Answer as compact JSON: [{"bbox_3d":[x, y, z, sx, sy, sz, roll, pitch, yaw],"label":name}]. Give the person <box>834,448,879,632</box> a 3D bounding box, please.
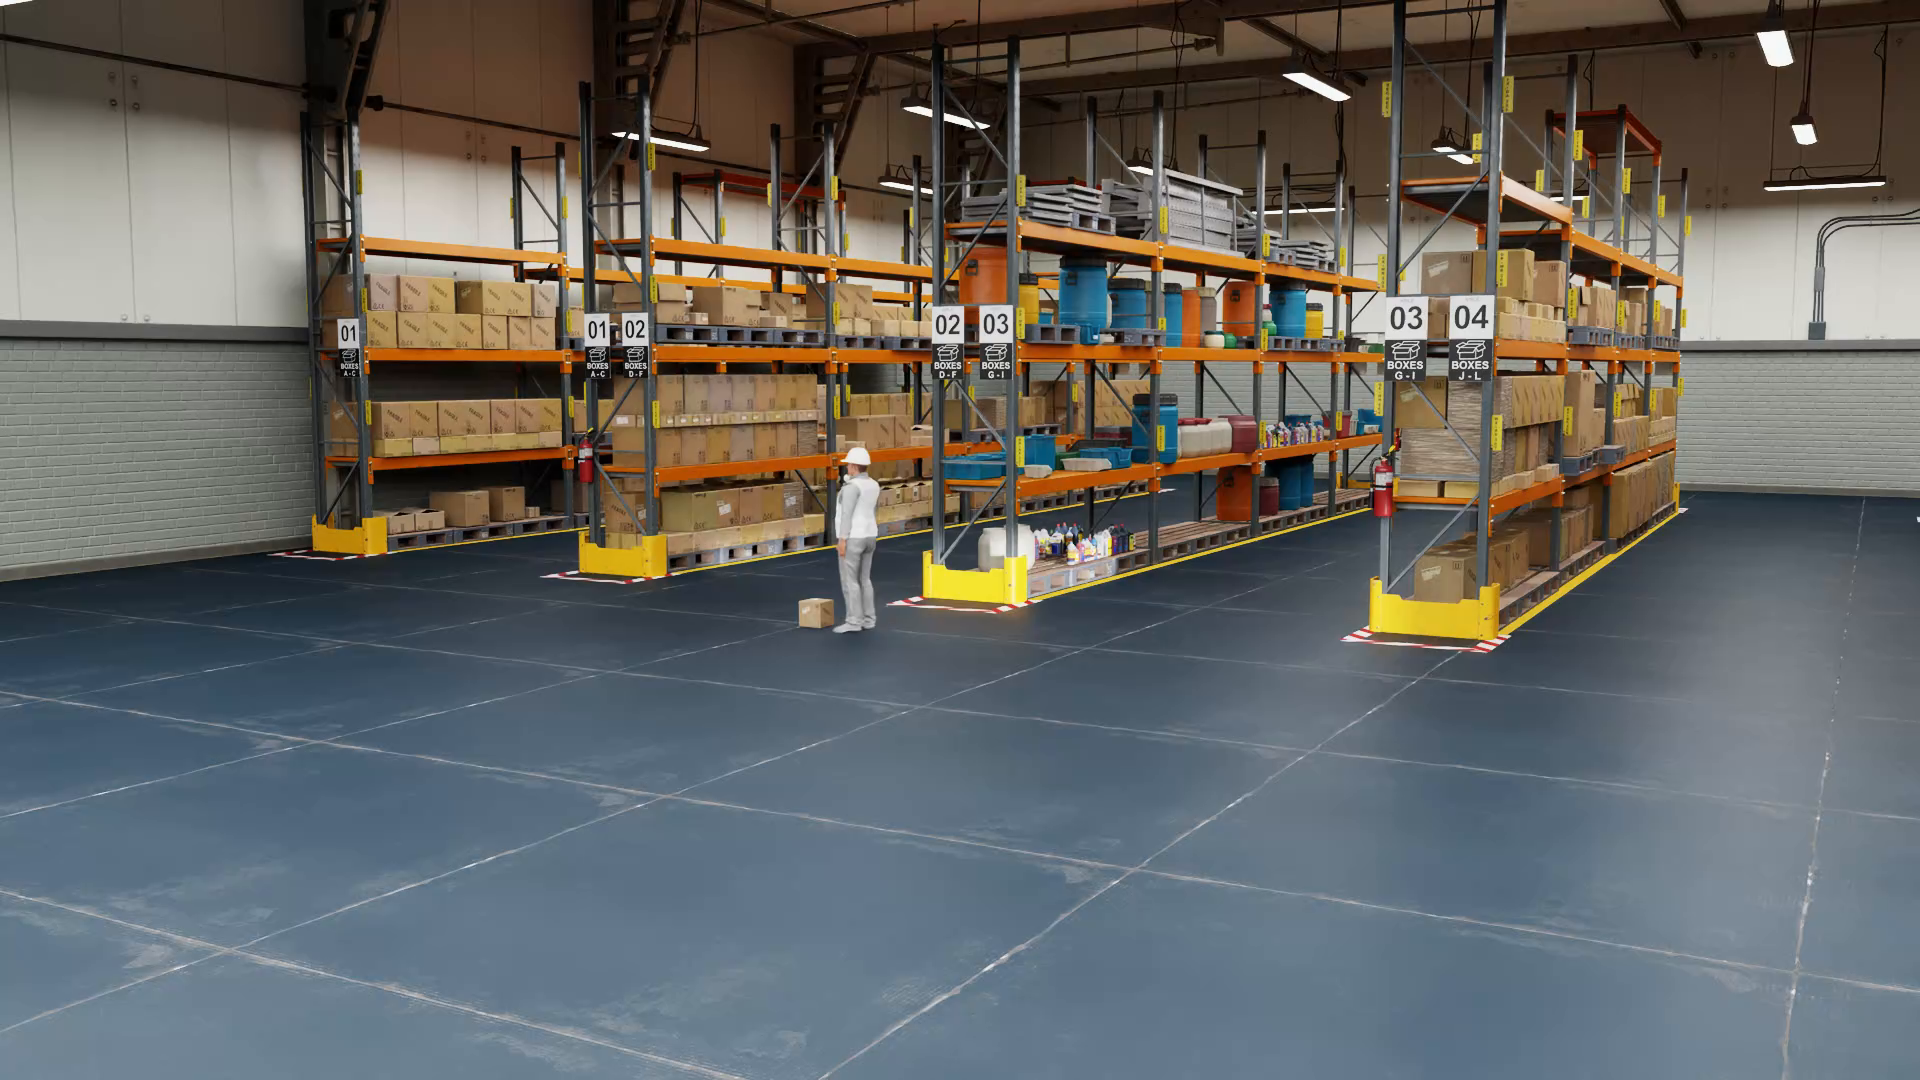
[{"bbox_3d":[-1.009,-0.003,16.099,0.357,1.787,0.531,3,7,30],"label":"person"}]
